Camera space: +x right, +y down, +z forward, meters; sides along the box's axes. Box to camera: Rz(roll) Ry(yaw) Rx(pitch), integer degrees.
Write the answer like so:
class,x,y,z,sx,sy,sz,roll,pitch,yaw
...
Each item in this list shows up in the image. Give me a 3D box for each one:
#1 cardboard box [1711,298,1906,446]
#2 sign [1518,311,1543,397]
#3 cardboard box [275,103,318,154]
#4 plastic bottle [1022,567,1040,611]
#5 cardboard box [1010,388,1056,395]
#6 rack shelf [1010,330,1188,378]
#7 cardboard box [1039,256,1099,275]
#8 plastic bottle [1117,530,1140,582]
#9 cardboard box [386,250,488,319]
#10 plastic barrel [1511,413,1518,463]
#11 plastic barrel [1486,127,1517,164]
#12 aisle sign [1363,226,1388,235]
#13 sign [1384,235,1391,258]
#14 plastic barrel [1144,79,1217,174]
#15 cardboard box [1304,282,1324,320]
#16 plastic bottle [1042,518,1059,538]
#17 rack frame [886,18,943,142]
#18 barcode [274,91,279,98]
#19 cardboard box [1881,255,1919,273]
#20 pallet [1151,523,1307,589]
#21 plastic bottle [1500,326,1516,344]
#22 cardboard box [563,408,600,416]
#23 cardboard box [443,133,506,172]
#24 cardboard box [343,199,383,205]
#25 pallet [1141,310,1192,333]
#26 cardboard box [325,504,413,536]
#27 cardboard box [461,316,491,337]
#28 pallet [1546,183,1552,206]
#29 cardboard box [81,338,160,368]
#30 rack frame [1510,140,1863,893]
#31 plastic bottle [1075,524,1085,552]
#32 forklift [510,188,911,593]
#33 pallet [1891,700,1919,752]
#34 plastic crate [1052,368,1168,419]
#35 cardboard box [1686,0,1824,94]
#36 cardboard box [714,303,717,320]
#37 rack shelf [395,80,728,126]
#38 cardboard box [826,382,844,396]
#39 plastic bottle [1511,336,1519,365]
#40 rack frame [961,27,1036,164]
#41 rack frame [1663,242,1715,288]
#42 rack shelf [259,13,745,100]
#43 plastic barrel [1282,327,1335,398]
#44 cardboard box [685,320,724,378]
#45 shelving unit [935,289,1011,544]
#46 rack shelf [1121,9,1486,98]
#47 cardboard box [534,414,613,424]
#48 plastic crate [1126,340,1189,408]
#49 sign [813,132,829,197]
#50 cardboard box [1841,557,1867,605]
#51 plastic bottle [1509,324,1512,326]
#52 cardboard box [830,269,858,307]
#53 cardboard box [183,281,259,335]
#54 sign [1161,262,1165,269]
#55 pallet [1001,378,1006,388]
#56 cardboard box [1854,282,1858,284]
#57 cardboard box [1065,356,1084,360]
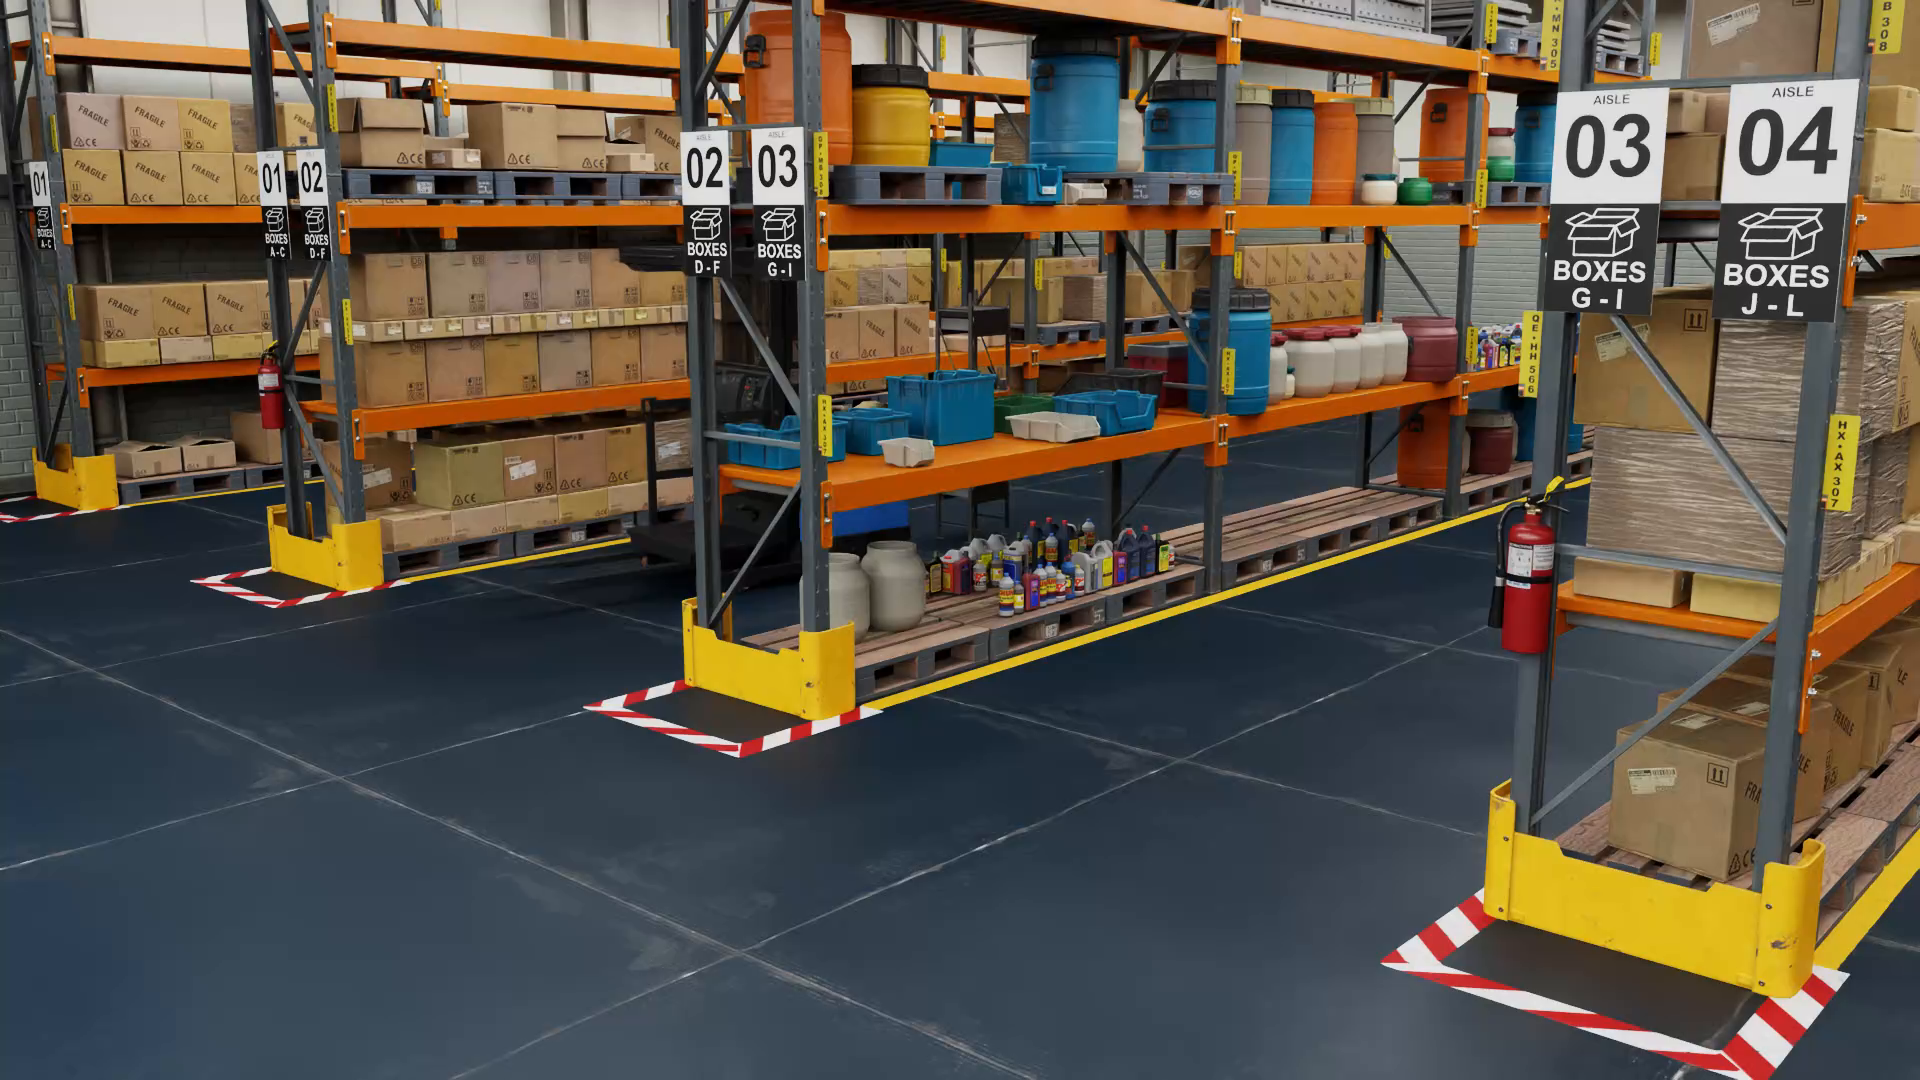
class,x,y,z,sx,sy,sz,roll,pitch,yaw
cardboard box,3.155,-0.640,6.190,0.500,0.500,0.500,10,15,40
sign,2.183,-0.707,6.327,0.100,0.325,0.005,10,15,40
cardboard box,-6.753,-4.170,16.913,0.500,0.500,0.500,9,14,38
plastic bottle,0.461,0.309,10.816,0.061,0.283,0.133,10,15,41
cardboard box,0.870,-1.525,19.449,0.500,0.500,0.500,11,15,43
rack shelf,1.749,-2.309,19.950,1.077,0.370,4.000,10,15,40
cardboard box,1.657,-4.255,27.091,0.980,0.700,0.700,11,16,43
plastic bottle,1.172,0.106,11.664,0.144,0.351,0.185,9,14,38
cardboard box,-4.156,-2.029,13.142,0.700,0.500,0.500,9,15,39
plastic barrel,5.509,-1.047,17.077,0.421,0.512,0.421,0,11,0
plastic barrel,5.205,-3.750,16.252,0.433,0.535,0.433,0,11,0
aisle sign,5.985,-4.790,23.896,0.394,0.787,0.004,10,15,40
sign,6.114,-4.193,23.781,0.100,0.325,0.005,10,15,40
plastic barrel,1.680,-2.958,12.423,0.600,0.901,0.708,10,15,40
cardboard box,4.613,-3.269,22.664,0.500,0.500,0.500,9,15,40
plastic bottle,0.663,0.010,12.141,0.144,0.351,0.185,10,15,42
rack frame,-0.654,-6.538,23.969,1.000,3.000,0.127,10,15,40
barcode,-7.175,-4.673,17.438,0.001,0.075,0.075,10,15,40
cardboard box,5.857,-1.097,9.439,1.000,1.000,1.000,10,15,41
pallet,1.996,0.109,13.127,1.003,0.211,1.213,10,15,40
plastic bottle,5.699,-2.079,17.281,0.152,0.276,0.135,10,15,40
cardboard box,-4.791,-1.672,20.181,0.700,0.500,0.500,10,15,41
cardboard box,-3.923,-3.178,13.602,0.500,0.311,0.500,-10,15,-41
cardboard box,-6.426,-3.770,17.462,0.500,0.500,0.500,8,14,36
pallet,2.460,-2.758,20.853,1.003,0.211,1.213,10,15,40
cardboard box,-4.720,-0.165,13.328,0.500,0.250,0.500,10,15,40
cardboard box,-3.925,-1.700,13.153,0.380,0.149,0.250,9,15,39
pallet,5.597,-3.398,16.390,1.003,0.211,1.213,10,15,40
cardboard box,-8.015,-1.797,15.884,0.500,0.250,0.500,9,15,39
rack frame,2.587,0.091,6.098,1.000,3.000,0.127,10,15,40
plastic bottle,0.855,0.033,12.198,0.061,0.283,0.133,10,15,40
forklift,-1.868,-1.149,12.481,3.031,2.935,1.130,-9,14,-37
pallet,4.811,0.973,8.800,1.003,0.211,1.213,10,15,40
plastic crate,1.066,-1.047,11.953,0.767,0.338,0.504,10,15,40
cardboard box,3.420,-2.081,7.022,0.500,0.500,0.500,10,15,40
cardboard box,-2.395,-2.042,14.866,0.380,0.149,0.250,9,15,39
rack shelf,-4.615,-5.106,19.659,1.077,0.370,4.000,10,15,40
cardboard box,-2.127,-2.378,22.877,0.750,0.750,0.750,10,15,40
plastic bottle,5.319,-1.820,15.996,0.097,0.271,0.097,0,11,0
rack frame,0.429,-5.309,17.818,1.000,3.000,0.127,10,15,40
rack frame,9.428,-2.904,21.090,1.000,3.000,0.127,10,15,40
rack shelf,-3.532,-3.878,13.508,1.077,0.370,4.000,10,15,40
plastic barrel,2.788,-1.425,13.340,0.433,0.535,0.433,0,11,0
cardboard box,-2.499,-1.762,15.119,0.700,0.500,0.500,9,15,39
shelving unit,0.109,-1.054,14.127,0.431,2.100,0.503,10,15,40
rack shelf,2.827,-3.825,13.246,1.077,0.370,4.000,10,15,40
cardboard box,-3.413,-0.829,14.739,0.500,0.500,0.500,10,15,40
plastic crate,1.597,-1.280,12.799,0.402,0.464,0.583,10,15,40
sign,-0.723,-1.953,8.650,0.100,0.325,0.005,10,15,40
cardboard box,3.310,0.134,6.524,0.380,0.149,0.250,10,15,40
plastic bottle,5.858,-2.166,17.724,0.097,0.271,0.097,0,11,0
cardboard box,-1.763,-3.477,22.894,0.500,0.500,0.500,10,15,42
cardboard box,-7.355,-2.312,16.548,0.500,0.500,0.500,9,14,39
sign,2.657,-3.450,21.613,0.100,0.325,0.005,10,15,40
pallet,0.712,-2.511,26.242,1.003,0.211,1.213,10,15,40
cardboard box,3.758,-0.927,7.628,0.500,0.500,0.500,10,15,40
cardboard box,1.600,-3.049,27.126,0.700,0.500,0.500,10,15,40
